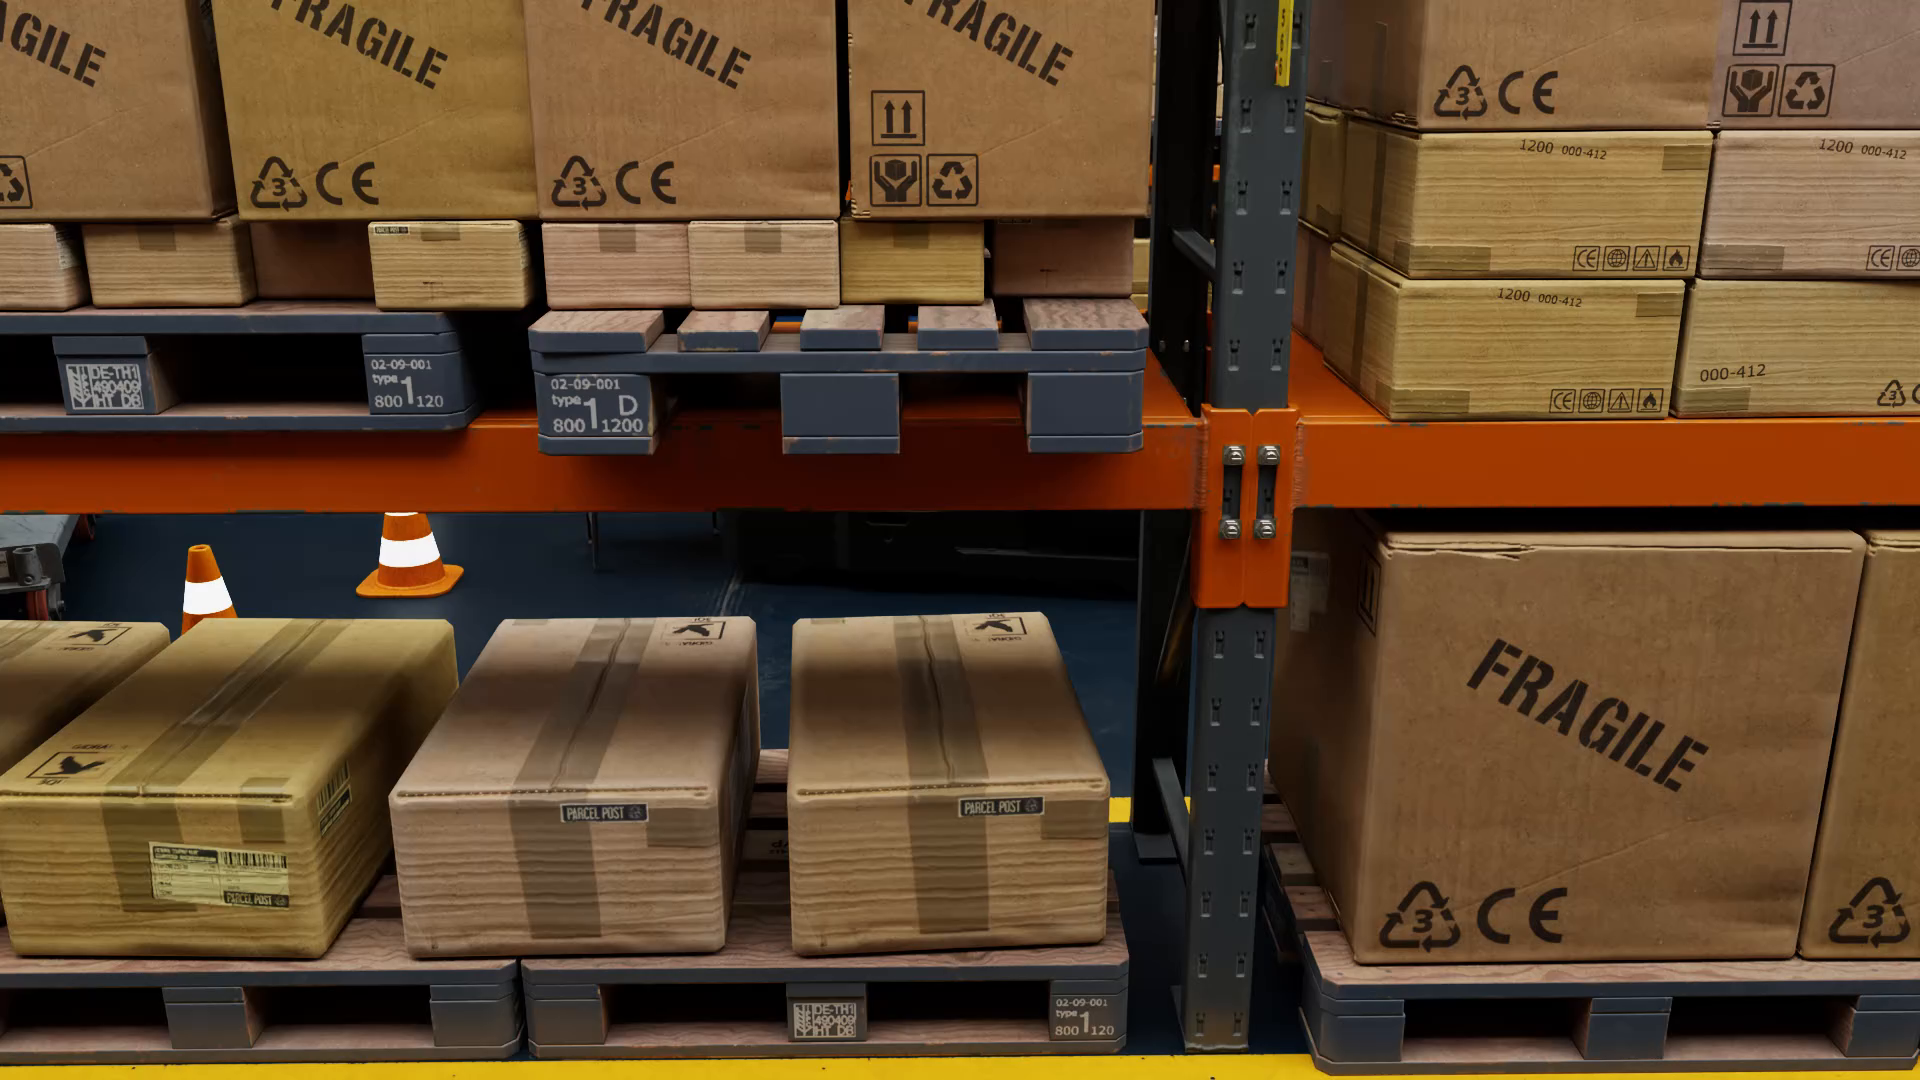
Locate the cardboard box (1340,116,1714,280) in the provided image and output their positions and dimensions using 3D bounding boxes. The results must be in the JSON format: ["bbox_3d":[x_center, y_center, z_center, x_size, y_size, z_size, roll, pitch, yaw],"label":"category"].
[{"bbox_3d":[1.018,-0.644,3.072,0.500,0.250,0.500,0,18,-1],"label":"cardboard box"}]

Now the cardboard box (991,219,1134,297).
[{"bbox_3d":[0.183,-0.557,3.098,0.250,0.149,0.380,0,18,1],"label":"cardboard box"}]

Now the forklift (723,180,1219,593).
[{"bbox_3d":[0.691,-1.341,5.929,3.031,2.935,1.130,2,18,7],"label":"forklift"}]

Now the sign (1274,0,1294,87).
[{"bbox_3d":[0.525,-0.898,2.672,0.005,0.325,0.100,0,18,-1],"label":"sign"}]

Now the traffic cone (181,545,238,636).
[{"bbox_3d":[-2.274,0.243,5.032,0.334,0.463,0.336,0,18,-1],"label":"traffic cone"}]

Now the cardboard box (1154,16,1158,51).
[{"bbox_3d":[0.798,-2.369,7.770,0.250,0.149,0.380,0,18,-1],"label":"cardboard box"}]

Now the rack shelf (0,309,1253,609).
[{"bbox_3d":[-1.492,-0.198,3.433,4.000,0.370,1.077,0,18,-1],"label":"rack shelf"}]

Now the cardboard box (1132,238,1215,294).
[{"bbox_3d":[1.021,-1.358,8.047,0.500,0.250,0.500,-1,18,-3],"label":"cardboard box"}]

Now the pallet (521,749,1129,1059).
[{"bbox_3d":[-0.274,0.781,3.769,1.213,0.211,1.003,0,18,-1],"label":"pallet"}]

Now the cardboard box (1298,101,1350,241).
[{"bbox_3d":[0.988,-0.797,3.549,0.500,0.250,0.500,0,18,-1],"label":"cardboard box"}]

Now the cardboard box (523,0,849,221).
[{"bbox_3d":[-0.460,-0.847,2.938,0.500,0.500,0.500,-1,18,-2],"label":"cardboard box"}]

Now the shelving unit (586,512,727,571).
[{"bbox_3d":[-1.171,-0.966,6.115,0.503,2.100,0.431,-5,18,-15],"label":"shelving unit"}]

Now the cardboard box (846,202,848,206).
[{"bbox_3d":[-0.873,-2.580,13.053,0.500,0.500,0.700,-2,18,-5],"label":"cardboard box"}]

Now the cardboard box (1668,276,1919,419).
[{"bbox_3d":[1.514,-0.412,3.168,0.500,0.250,0.500,-1,18,-2],"label":"cardboard box"}]

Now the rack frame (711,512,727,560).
[{"bbox_3d":[-0.936,-0.986,6.178,0.015,2.100,0.400,-5,18,-15],"label":"rack frame"}]

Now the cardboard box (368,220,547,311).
[{"bbox_3d":[-0.862,-0.515,2.965,0.250,0.149,0.380,0,18,0],"label":"cardboard box"}]

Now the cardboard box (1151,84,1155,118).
[{"bbox_3d":[0.779,-2.083,7.853,0.250,0.149,0.380,-1,18,-2],"label":"cardboard box"}]

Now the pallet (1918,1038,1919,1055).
[{"bbox_3d":[2.514,0.792,3.735,1.213,0.211,1.003,0,18,-1],"label":"pallet"}]

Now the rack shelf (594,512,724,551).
[{"bbox_3d":[-1.169,-0.285,6.328,0.480,0.518,0.431,-5,18,-15],"label":"rack shelf"}]

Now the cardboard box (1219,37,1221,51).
[{"bbox_3d":[1.307,-2.370,7.776,0.250,0.149,0.380,0,18,-1],"label":"cardboard box"}]

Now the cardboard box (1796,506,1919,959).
[{"bbox_3d":[2.091,0.280,3.554,0.875,0.875,0.875,0,18,0],"label":"cardboard box"}]

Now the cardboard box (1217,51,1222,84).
[{"bbox_3d":[1.086,-2.227,7.815,0.250,0.149,0.380,1,18,2],"label":"cardboard box"}]

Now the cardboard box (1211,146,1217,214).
[{"bbox_3d":[1.933,-2.764,13.045,0.875,0.875,1.225,0,18,-1],"label":"cardboard box"}]

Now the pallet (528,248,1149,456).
[{"bbox_3d":[-0.204,-0.423,3.270,1.003,0.211,1.213,0,18,-1],"label":"pallet"}]

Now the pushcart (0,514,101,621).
[{"bbox_3d":[-3.578,0.021,5.863,0.936,0.377,1.648,-7,19,-20],"label":"pushcart"}]

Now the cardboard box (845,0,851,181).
[{"bbox_3d":[-0.467,-1.004,3.427,0.500,0.500,0.500,1,18,2],"label":"cardboard box"}]

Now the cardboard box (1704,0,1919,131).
[{"bbox_3d":[1.500,-1.007,2.976,0.500,0.500,0.500,0,18,-1],"label":"cardboard box"}]

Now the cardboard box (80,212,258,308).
[{"bbox_3d":[-1.365,-0.526,2.999,0.250,0.149,0.380,-1,18,-3],"label":"cardboard box"}]

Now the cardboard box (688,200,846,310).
[{"bbox_3d":[-0.335,-0.519,2.979,0.250,0.149,0.380,0,18,-1],"label":"cardboard box"}]

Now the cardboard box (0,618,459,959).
[{"bbox_3d":[-1.554,0.508,3.666,0.625,0.372,0.950,0,18,1],"label":"cardboard box"}]

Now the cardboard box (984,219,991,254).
[{"bbox_3d":[0.179,-0.686,3.499,0.250,0.149,0.380,-1,18,-4],"label":"cardboard box"}]

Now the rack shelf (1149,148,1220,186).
[{"bbox_3d":[2.328,-1.729,8.204,4.000,0.370,1.077,0,18,-1],"label":"rack shelf"}]

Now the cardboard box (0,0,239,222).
[{"bbox_3d":[-1.510,-0.842,2.922,0.500,0.500,0.500,-1,18,-3],"label":"cardboard box"}]

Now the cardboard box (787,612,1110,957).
[{"bbox_3d":[-0.058,0.500,3.691,0.625,0.372,0.950,-1,18,-5],"label":"cardboard box"}]
